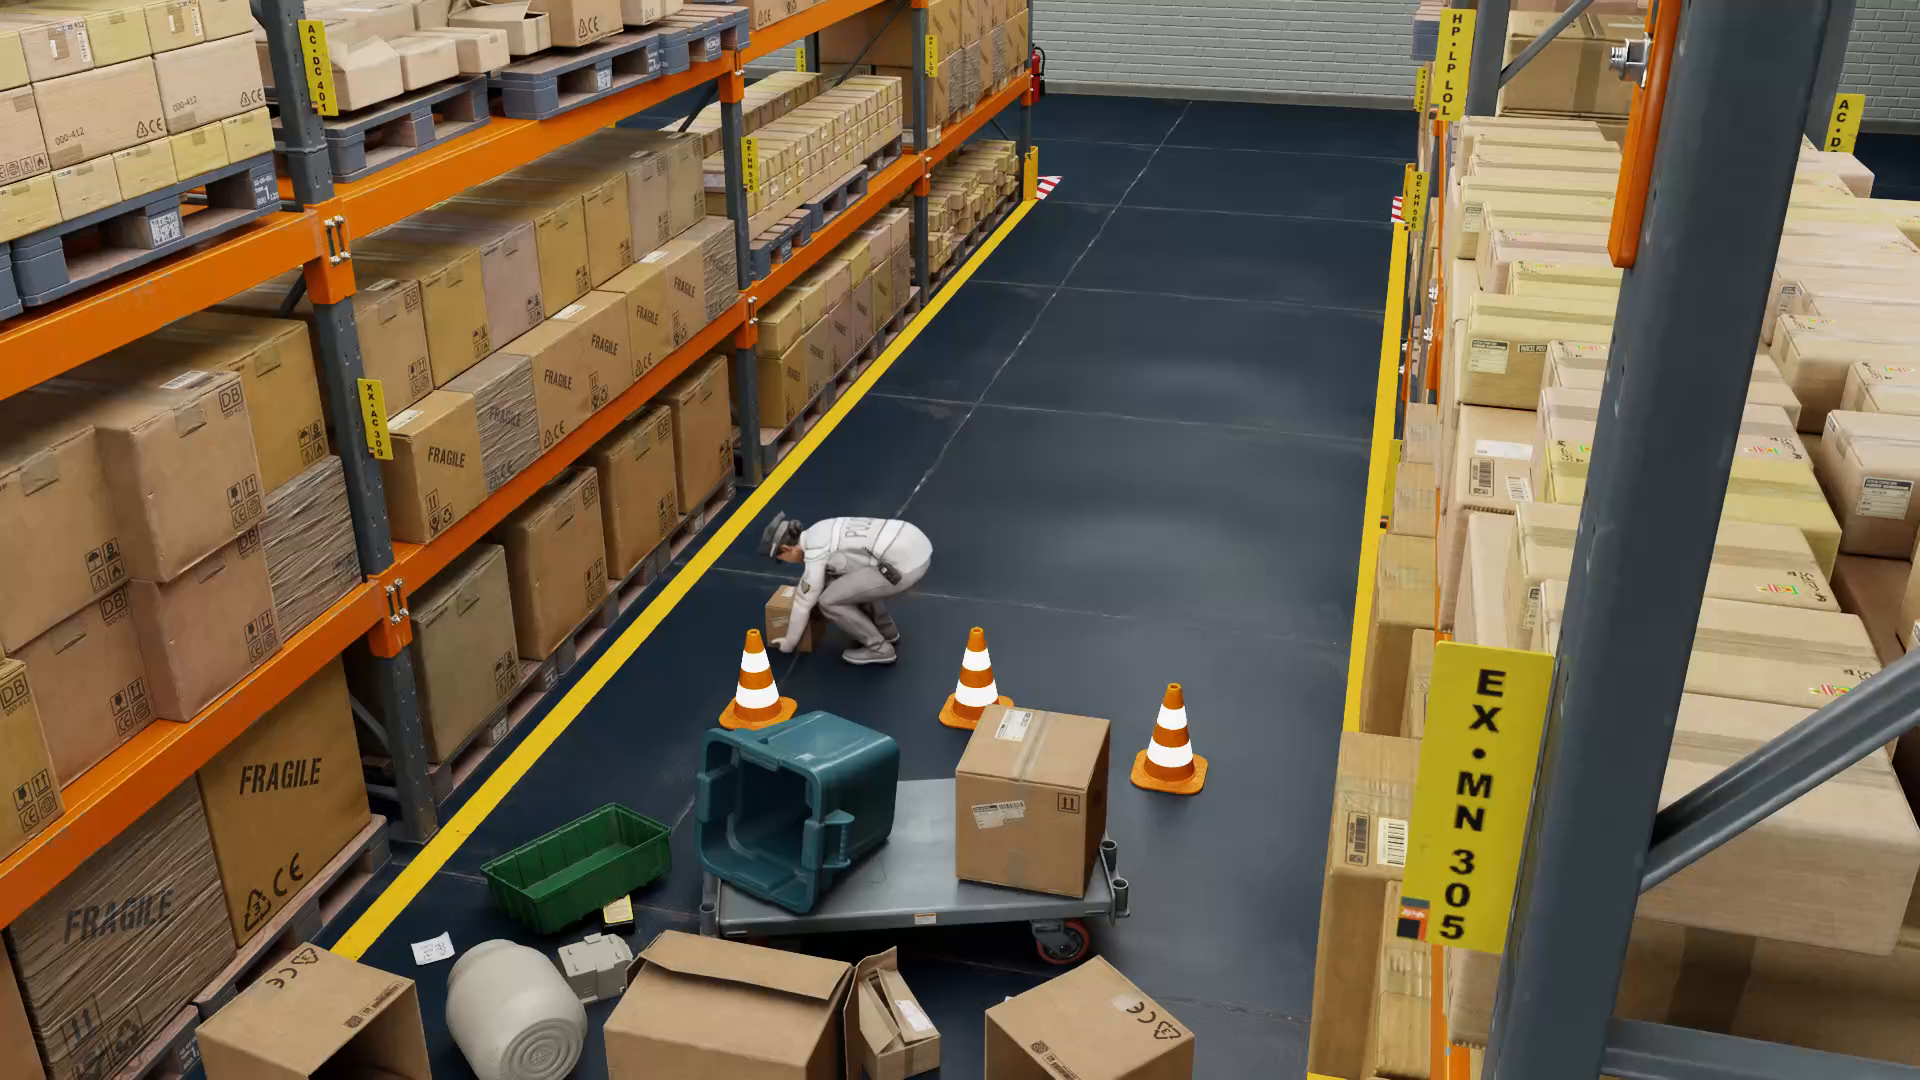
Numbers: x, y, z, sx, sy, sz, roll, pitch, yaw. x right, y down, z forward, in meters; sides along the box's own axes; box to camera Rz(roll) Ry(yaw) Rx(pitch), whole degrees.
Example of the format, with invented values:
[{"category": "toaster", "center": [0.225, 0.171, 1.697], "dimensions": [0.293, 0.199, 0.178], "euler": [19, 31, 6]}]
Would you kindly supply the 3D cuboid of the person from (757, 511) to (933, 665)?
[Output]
[{"category": "person", "center": [-0.604, 0.240, 8.691], "dimensions": [0.915, 0.763, 0.450], "euler": [6, 26, 12]}]
